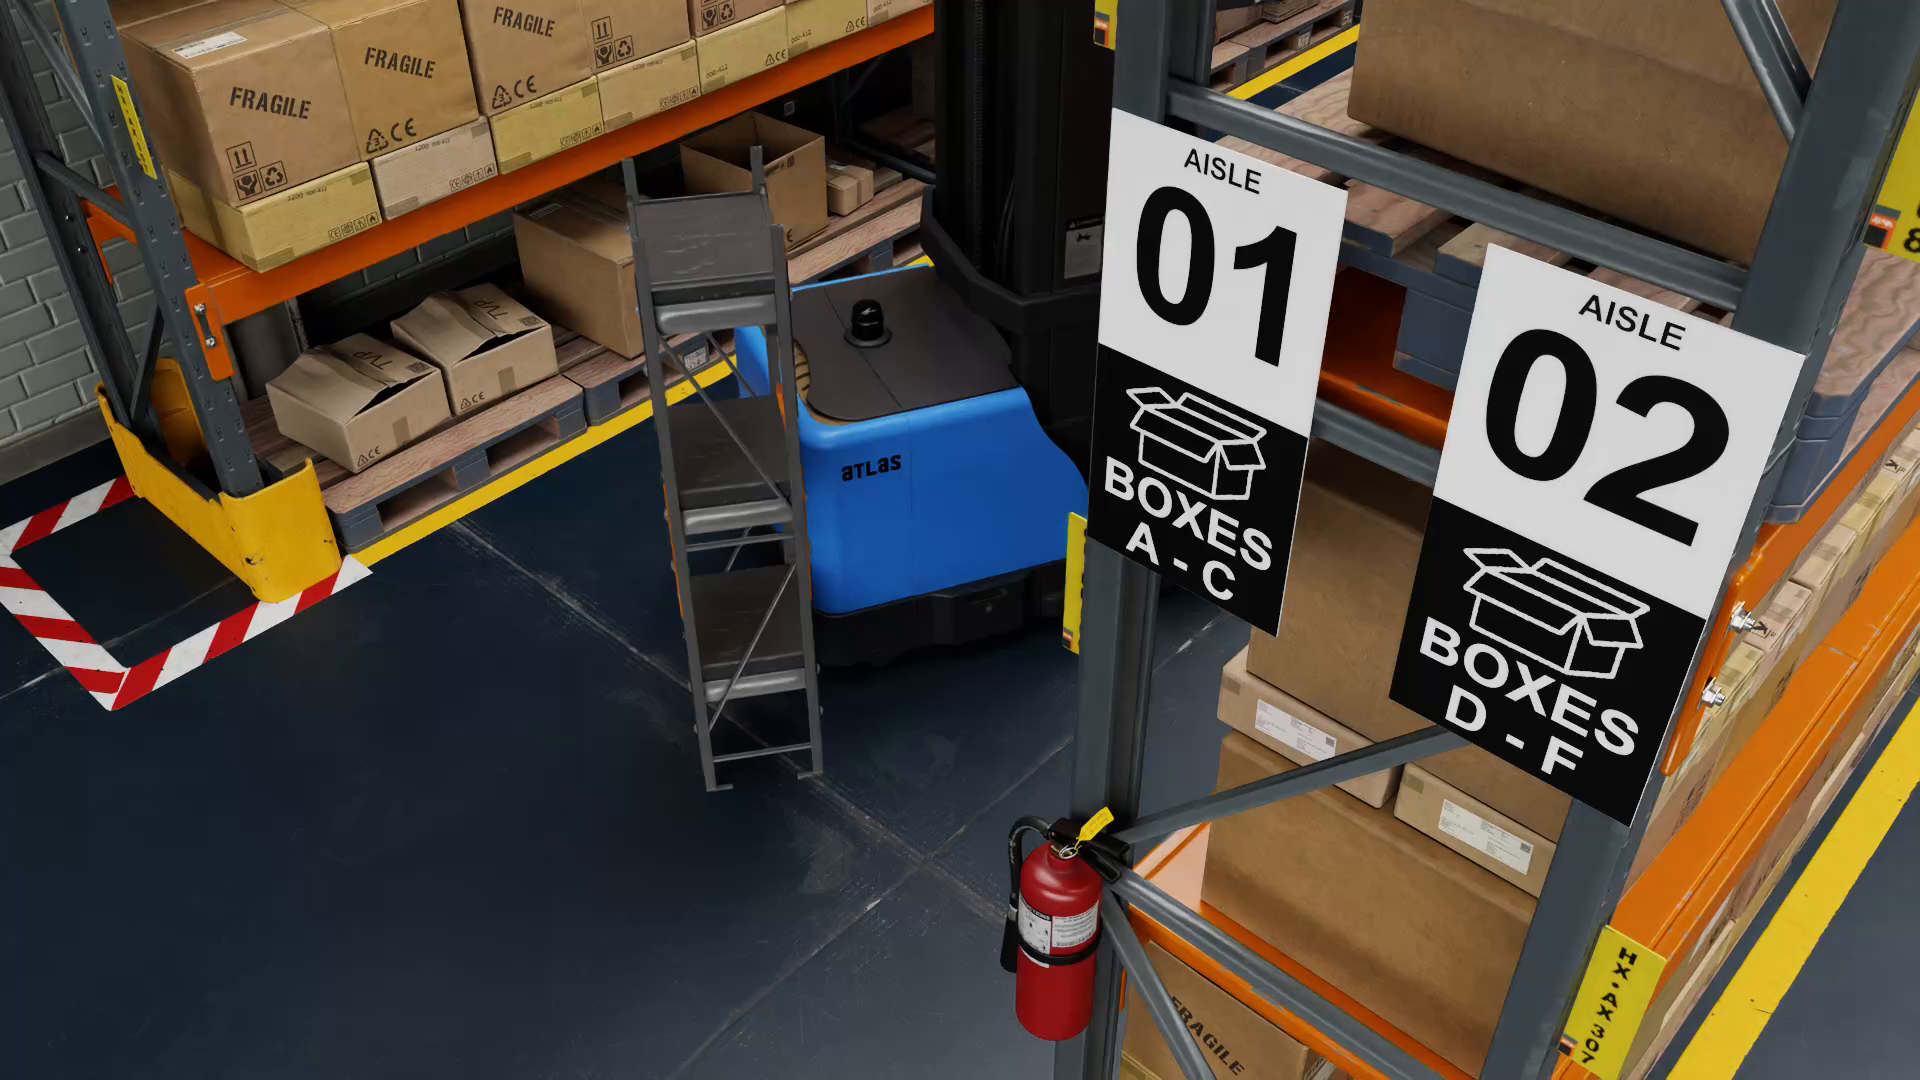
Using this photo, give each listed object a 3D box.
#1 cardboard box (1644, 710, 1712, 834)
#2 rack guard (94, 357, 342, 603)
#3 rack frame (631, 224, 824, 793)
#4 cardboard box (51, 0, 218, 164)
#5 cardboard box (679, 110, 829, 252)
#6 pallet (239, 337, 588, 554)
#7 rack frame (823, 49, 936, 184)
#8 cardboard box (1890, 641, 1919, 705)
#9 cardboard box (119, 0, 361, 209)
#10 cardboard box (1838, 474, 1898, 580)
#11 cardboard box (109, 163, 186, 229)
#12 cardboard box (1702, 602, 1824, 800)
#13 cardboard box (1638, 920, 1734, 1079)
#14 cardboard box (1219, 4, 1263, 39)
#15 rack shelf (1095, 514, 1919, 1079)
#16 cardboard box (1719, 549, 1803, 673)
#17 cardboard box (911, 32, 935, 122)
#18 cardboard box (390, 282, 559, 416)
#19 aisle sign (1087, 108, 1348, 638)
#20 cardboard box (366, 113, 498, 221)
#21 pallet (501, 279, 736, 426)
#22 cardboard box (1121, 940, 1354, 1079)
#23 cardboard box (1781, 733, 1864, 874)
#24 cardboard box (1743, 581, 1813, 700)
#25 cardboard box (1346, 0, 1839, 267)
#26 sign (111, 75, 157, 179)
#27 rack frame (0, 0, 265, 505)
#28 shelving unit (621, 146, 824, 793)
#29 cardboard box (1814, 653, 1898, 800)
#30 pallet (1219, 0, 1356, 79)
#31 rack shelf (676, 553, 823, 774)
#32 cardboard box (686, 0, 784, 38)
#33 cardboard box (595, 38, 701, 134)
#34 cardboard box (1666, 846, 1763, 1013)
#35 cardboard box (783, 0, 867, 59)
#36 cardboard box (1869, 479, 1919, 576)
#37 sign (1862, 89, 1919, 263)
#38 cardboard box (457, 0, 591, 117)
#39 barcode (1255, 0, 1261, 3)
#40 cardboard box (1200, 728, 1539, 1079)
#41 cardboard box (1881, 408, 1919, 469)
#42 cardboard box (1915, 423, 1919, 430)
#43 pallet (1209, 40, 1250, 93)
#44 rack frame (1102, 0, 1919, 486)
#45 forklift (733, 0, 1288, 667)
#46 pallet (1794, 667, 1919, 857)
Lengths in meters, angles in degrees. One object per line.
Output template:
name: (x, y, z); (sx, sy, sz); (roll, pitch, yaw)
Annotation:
cardboard box: (1.228, 0.372, 3.271); (0.380, 0.149, 0.250); (28, 46, 31)
rack guard: (-2.980, -0.258, 6.672); (1.175, 0.500, 0.348); (30, 47, 32)
rack frame: (-0.668, 0.008, 5.052); (0.400, 2.100, 0.015); (-8, 39, -9)
cardboard box: (-2.870, -1.750, 6.042); (0.500, 0.500, 0.500); (29, 47, 31)
cardboard box: (-1.003, -1.739, 8.182); (0.500, 0.500, 0.500); (26, 45, 29)
pallet: (-2.406, -0.503, 7.213); (1.003, 0.211, 1.213); (30, 47, 32)
rack frame: (-0.333, -3.039, 8.162); (1.000, 3.000, 0.127); (30, 47, 32)
cardboard box: (3.175, 0.256, 5.890); (0.500, 0.250, 0.500); (30, 47, 32)
cardboard box: (-2.487, -1.537, 5.775); (0.500, 0.500, 0.500); (30, 47, 32)
cardboard box: (1.919, -0.098, 3.862); (0.380, 0.149, 0.250); (29, 47, 31)
cardboard box: (-2.859, -1.446, 6.263); (0.500, 0.250, 0.500); (30, 48, 32)
cardboard box: (1.642, 0.160, 4.059); (0.700, 0.500, 0.500); (30, 47, 32)
cardboard box: (1.826, 1.175, 4.734); (0.500, 0.250, 0.500); (30, 47, 32)
cardboard box: (1.485, -3.530, 10.434); (0.700, 0.500, 0.500); (30, 47, 32)
rack shelf: (1.977, 0.240, 4.616); (1.077, 0.370, 4.000); (30, 47, 32)
cardboard box: (1.339, -0.147, 3.402); (0.700, 0.500, 0.500); (28, 46, 31)
cardboard box: (0.152, -2.578, 9.237); (0.700, 0.500, 0.500); (31, 48, 33)
cardboard box: (-2.113, -0.863, 7.232); (0.500, 0.311, 0.500); (-30, 47, -32)
aisle sign: (0.367, -0.234, 2.545); (0.394, 0.787, 0.004); (30, 47, 32)
cardboard box: (-2.128, -1.486, 6.313); (0.500, 0.250, 0.500); (28, 46, 31)
pallet: (-1.583, -1.061, 7.915); (1.003, 0.211, 1.213); (30, 47, 32)
cardboard box: (0.770, 1.124, 4.196); (0.500, 0.500, 0.500); (30, 47, 32)
cardboard box: (2.504, 0.718, 5.309); (0.500, 0.250, 0.500); (30, 47, 32)
cardboard box: (1.569, 0.143, 3.559); (0.380, 0.149, 0.250); (29, 47, 31)
cardboard box: (1.019, -0.819, 2.427); (0.637, 0.503, 0.797); (-31, 48, -33)
sign: (-2.631, -1.312, 5.295); (0.100, 0.325, 0.005); (30, 47, 32)
rack frame: (-3.031, -1.201, 5.851); (1.000, 3.000, 0.127); (30, 47, 32)
shelving unit: (-0.719, -0.140, 5.239); (0.431, 2.100, 0.503); (-8, 39, -9)
cardboard box: (2.494, 0.419, 5.083); (0.500, 0.500, 0.500); (30, 47, 32)
pallet: (1.838, -3.427, 10.890); (1.003, 0.211, 1.213); (30, 47, 32)
rack shelf: (-0.719, 0.419, 5.683); (0.431, 0.518, 0.480); (-8, 39, -9)
cardboard box: (-1.104, -2.476, 6.956); (0.500, 0.500, 0.500); (28, 46, 31)
cardboard box: (-1.437, -1.949, 6.895); (0.500, 0.250, 0.500); (30, 47, 32)
cardboard box: (1.818, 0.877, 4.507); (0.500, 0.500, 0.500); (30, 47, 32)
cardboard box: (-0.771, -2.418, 7.485); (0.500, 0.250, 0.500); (30, 47, 32)
cardboard box: (2.339, -0.319, 4.661); (0.700, 0.500, 0.500); (30, 48, 32)
sign: (1.033, -0.434, 1.710); (0.100, 0.325, 0.005); (30, 47, 32)
cardboard box: (-1.793, -1.995, 6.350); (0.500, 0.500, 0.500); (28, 46, 31)
barcode: (0.475, -0.865, 2.552); (0.001, 0.075, 0.075); (30, 47, 32)
cardboard box: (0.952, 0.629, 3.469); (0.700, 0.500, 0.500); (30, 47, 32)
cardboard box: (2.016, -0.609, 3.983); (0.700, 0.500, 0.500); (30, 47, 32)
cardboard box: (2.266, -0.333, 4.157); (0.380, 0.149, 0.250); (31, 48, 33)
pallet: (1.014, -2.869, 10.188); (1.003, 0.211, 1.213); (30, 47, 32)
rack frame: (0.628, -1.471, 1.370); (1.000, 3.000, 0.127); (30, 47, 32)
forklift: (0.715, -1.257, 5.975); (3.031, 2.935, 1.130); (-14, 40, -17)
pallet: (2.759, 0.479, 5.978); (1.003, 0.211, 1.213); (30, 47, 32)
